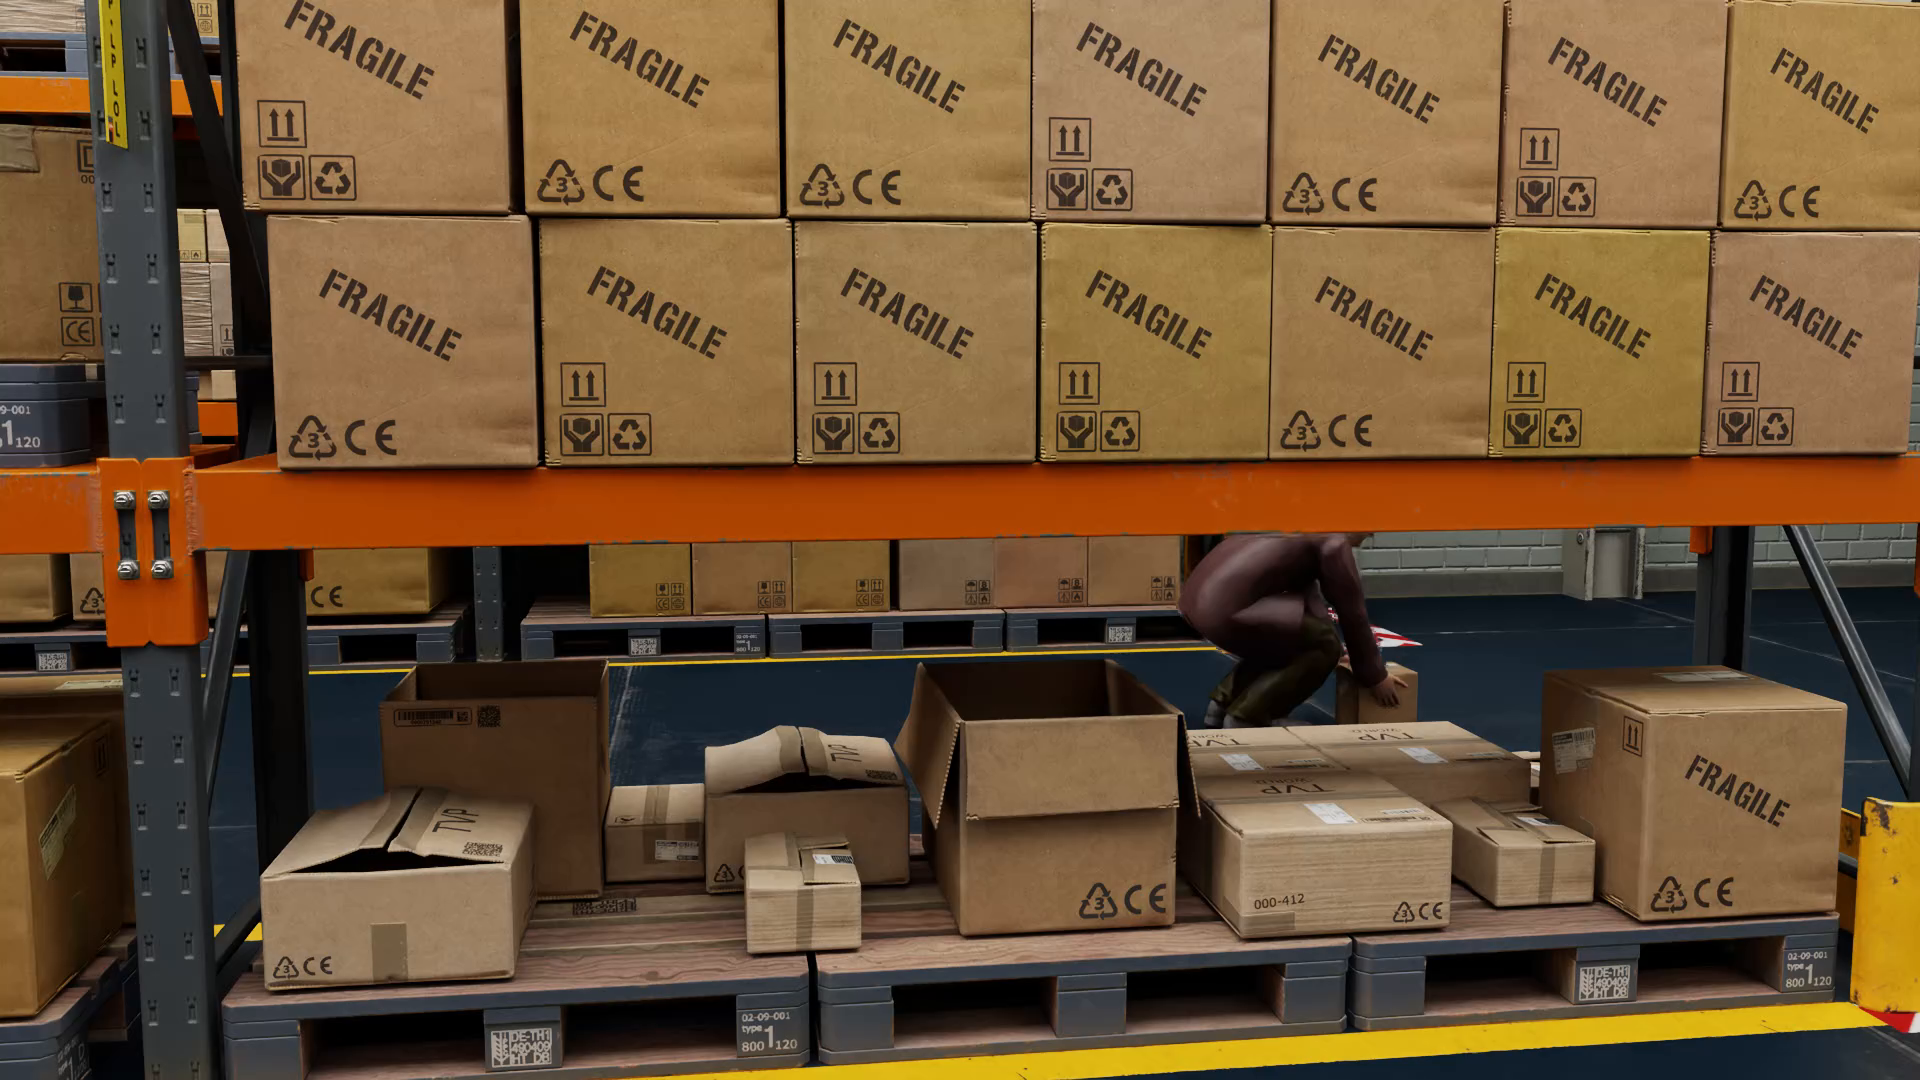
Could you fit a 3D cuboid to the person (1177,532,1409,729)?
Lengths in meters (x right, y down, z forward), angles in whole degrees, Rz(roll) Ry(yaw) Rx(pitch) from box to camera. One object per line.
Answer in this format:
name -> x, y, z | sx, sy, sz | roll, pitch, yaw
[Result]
person -> 1.327, 0.303, 6.760 | 0.903, 0.960, 0.609 | -1, 6, -9
